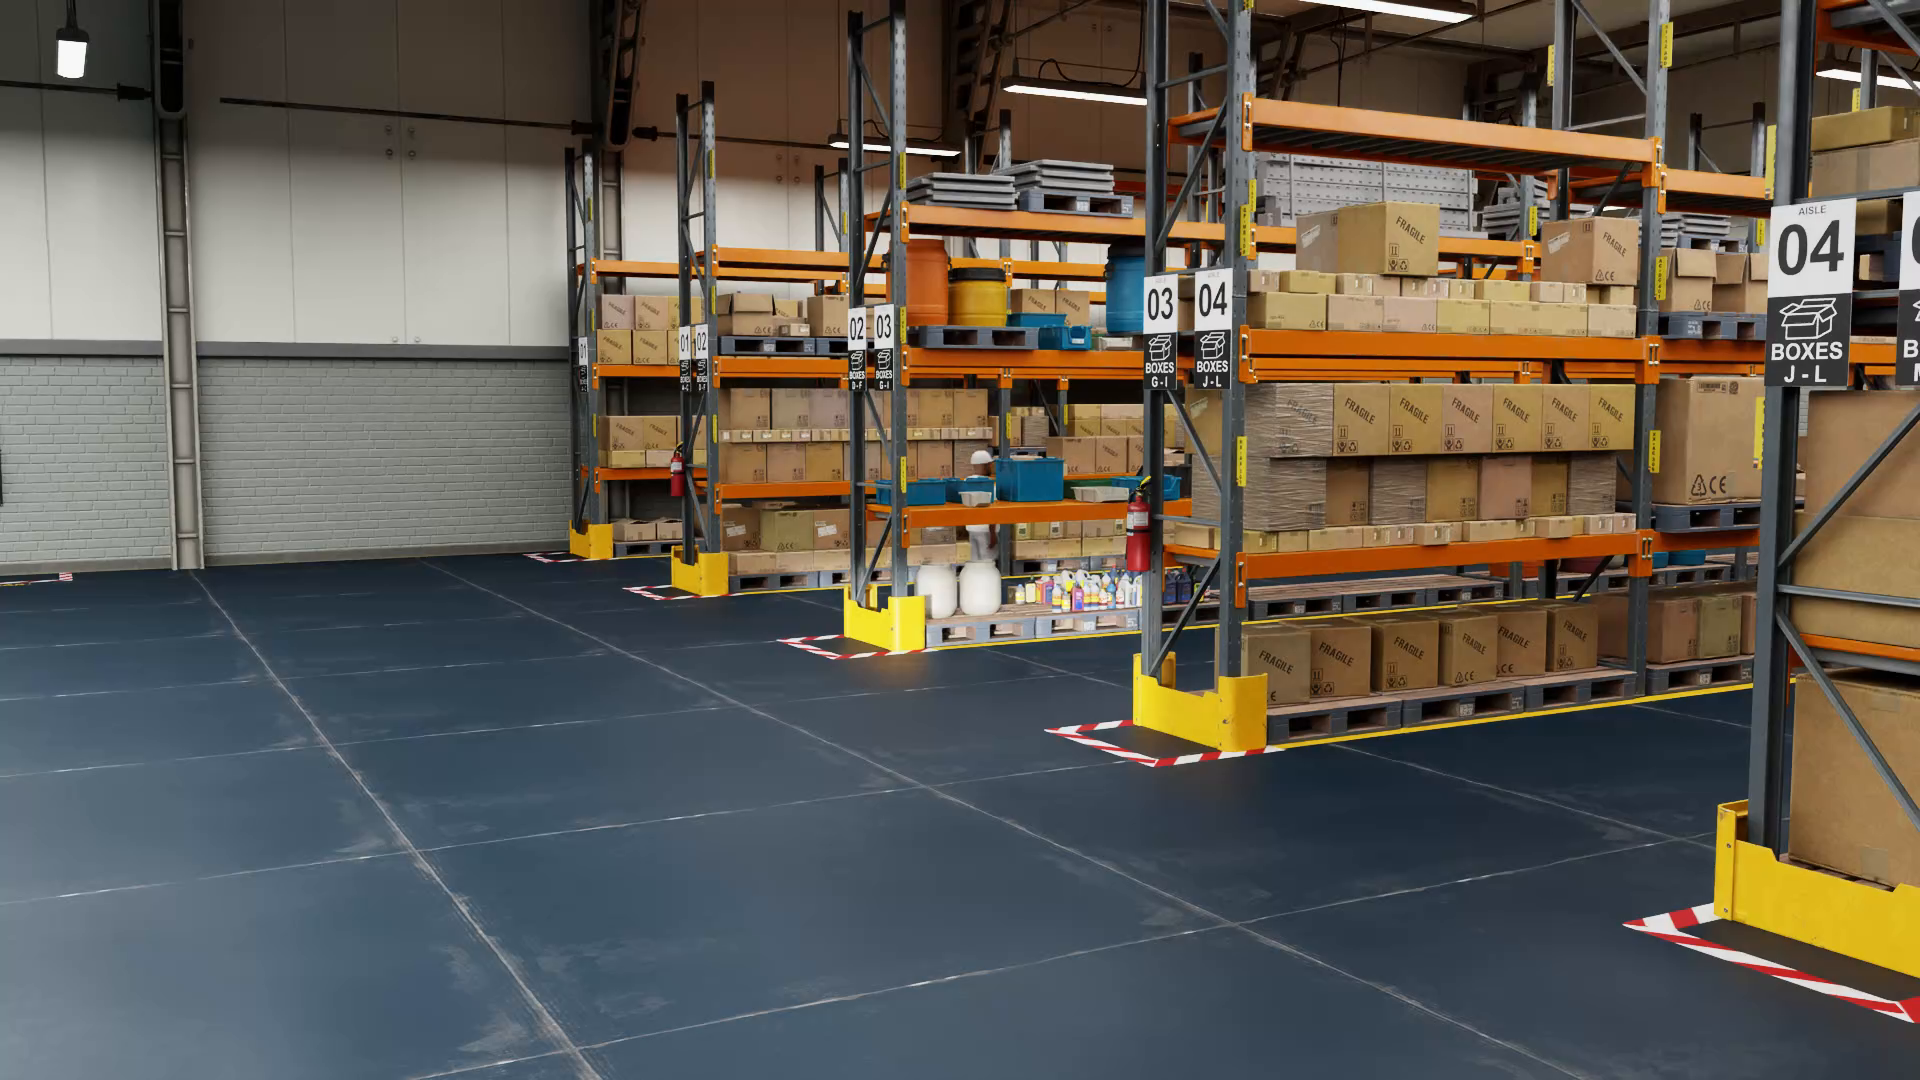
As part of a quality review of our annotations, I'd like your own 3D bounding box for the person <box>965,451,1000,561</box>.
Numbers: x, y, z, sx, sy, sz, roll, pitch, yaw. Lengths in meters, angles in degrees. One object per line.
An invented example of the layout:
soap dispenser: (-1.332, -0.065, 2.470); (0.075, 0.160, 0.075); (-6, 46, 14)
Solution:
person: (0.249, -0.086, 18.113); (0.353, 1.763, 0.561); (-3, 6, -27)
